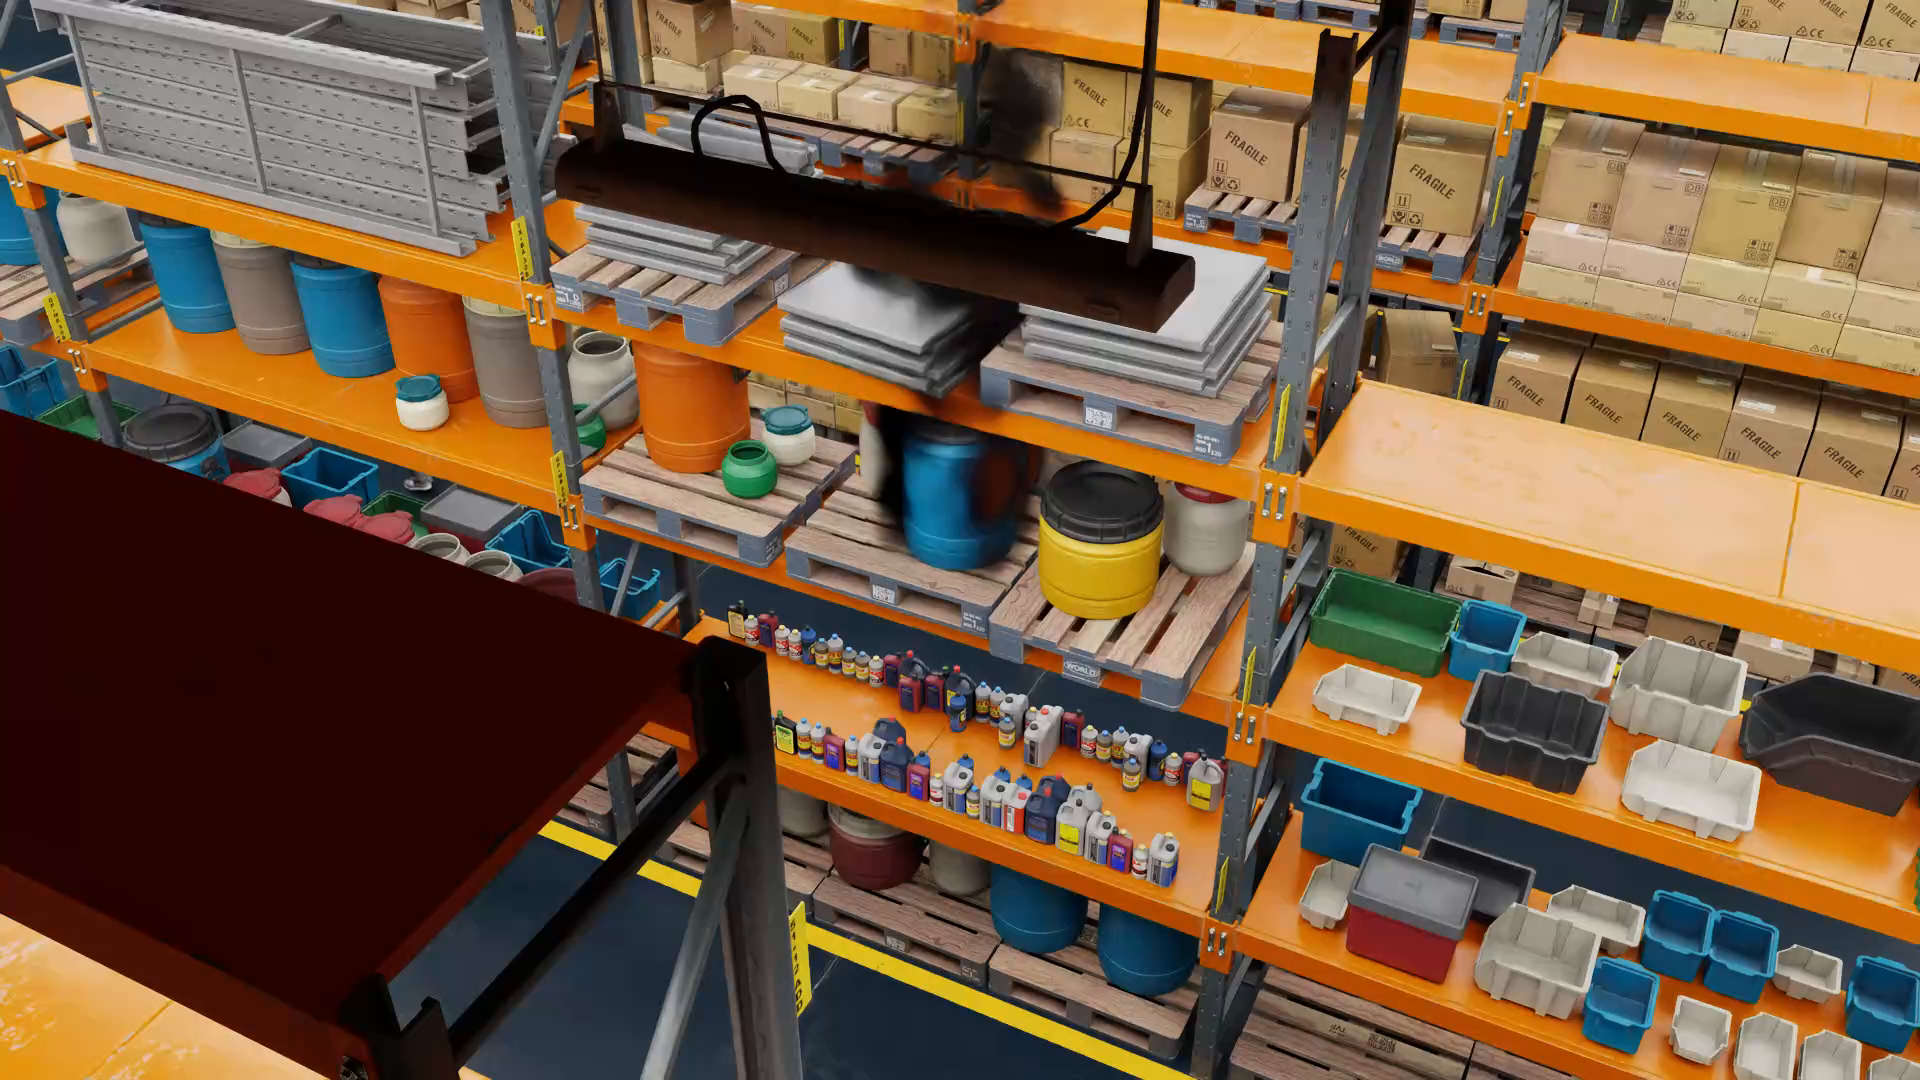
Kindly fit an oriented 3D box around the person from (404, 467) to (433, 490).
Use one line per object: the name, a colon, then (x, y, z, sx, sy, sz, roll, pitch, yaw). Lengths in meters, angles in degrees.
person: (-4.840, -1.121, 14.110, 0.530, 1.560, 0.532, 9, 36, 13)
